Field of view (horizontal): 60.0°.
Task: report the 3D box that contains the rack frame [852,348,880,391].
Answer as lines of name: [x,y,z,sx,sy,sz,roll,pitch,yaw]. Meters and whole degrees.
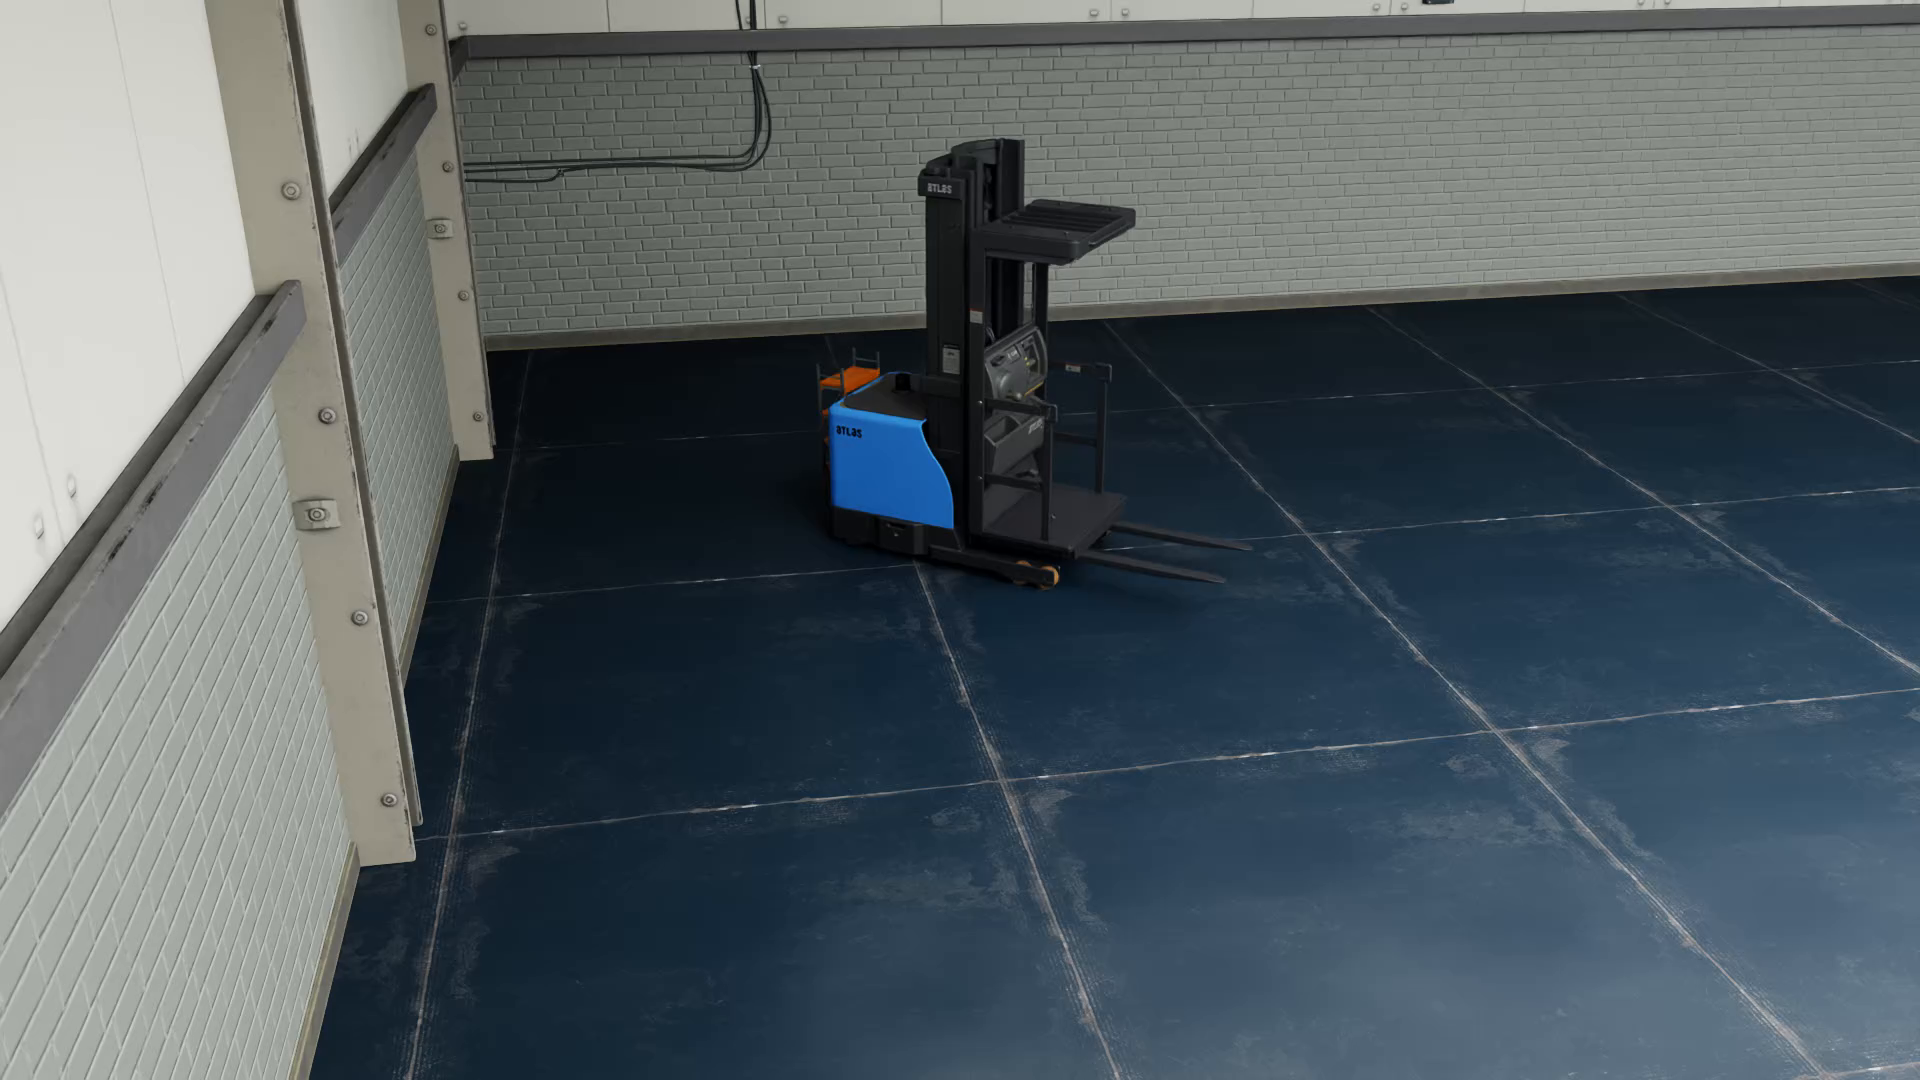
rack frame: [-0.713,-0.918,13.083,0.240,1.200,0.015,11,26,29]

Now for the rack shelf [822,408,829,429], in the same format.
rack shelf: [-0.841,-0.978,12.830,0.258,0.148,0.480,11,26,29]

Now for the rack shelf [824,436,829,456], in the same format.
rack shelf: [-0.834,-0.771,12.916,0.258,0.148,0.480,11,26,29]

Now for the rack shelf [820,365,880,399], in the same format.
rack shelf: [-0.848,-1.196,12.739,0.258,0.148,0.480,11,26,29]

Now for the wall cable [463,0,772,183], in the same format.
wall cable: [-3.384,-4.712,15.918,3.097,2.526,0.112,-4,24,-10]

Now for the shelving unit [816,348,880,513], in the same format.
shelving unit: [-0.836,-0.833,12.890,0.258,1.200,0.503,11,26,29]

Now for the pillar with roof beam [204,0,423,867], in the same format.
pillar with roof beam: [1.202,-2.837,7.745,9.100,9.000,0.400,-4,24,-10]

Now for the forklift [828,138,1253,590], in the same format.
forklift: [0.579,-1.237,11.662,3.031,2.935,1.130,11,26,24]

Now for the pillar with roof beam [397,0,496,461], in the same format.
pillar with roof beam: [0.092,-5.197,13.149,9.100,9.000,0.400,-4,24,-10]

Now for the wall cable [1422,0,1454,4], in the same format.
wall cable: [5.949,-8.390,16.211,2.305,6.003,0.169,-4,24,-10]

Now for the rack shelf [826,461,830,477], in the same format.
rack shelf: [-0.829,-0.588,12.992,0.258,0.148,0.480,11,26,29]

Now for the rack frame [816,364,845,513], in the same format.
rack frame: [-0.960,-0.749,12.697,0.240,1.200,0.015,11,26,29]
